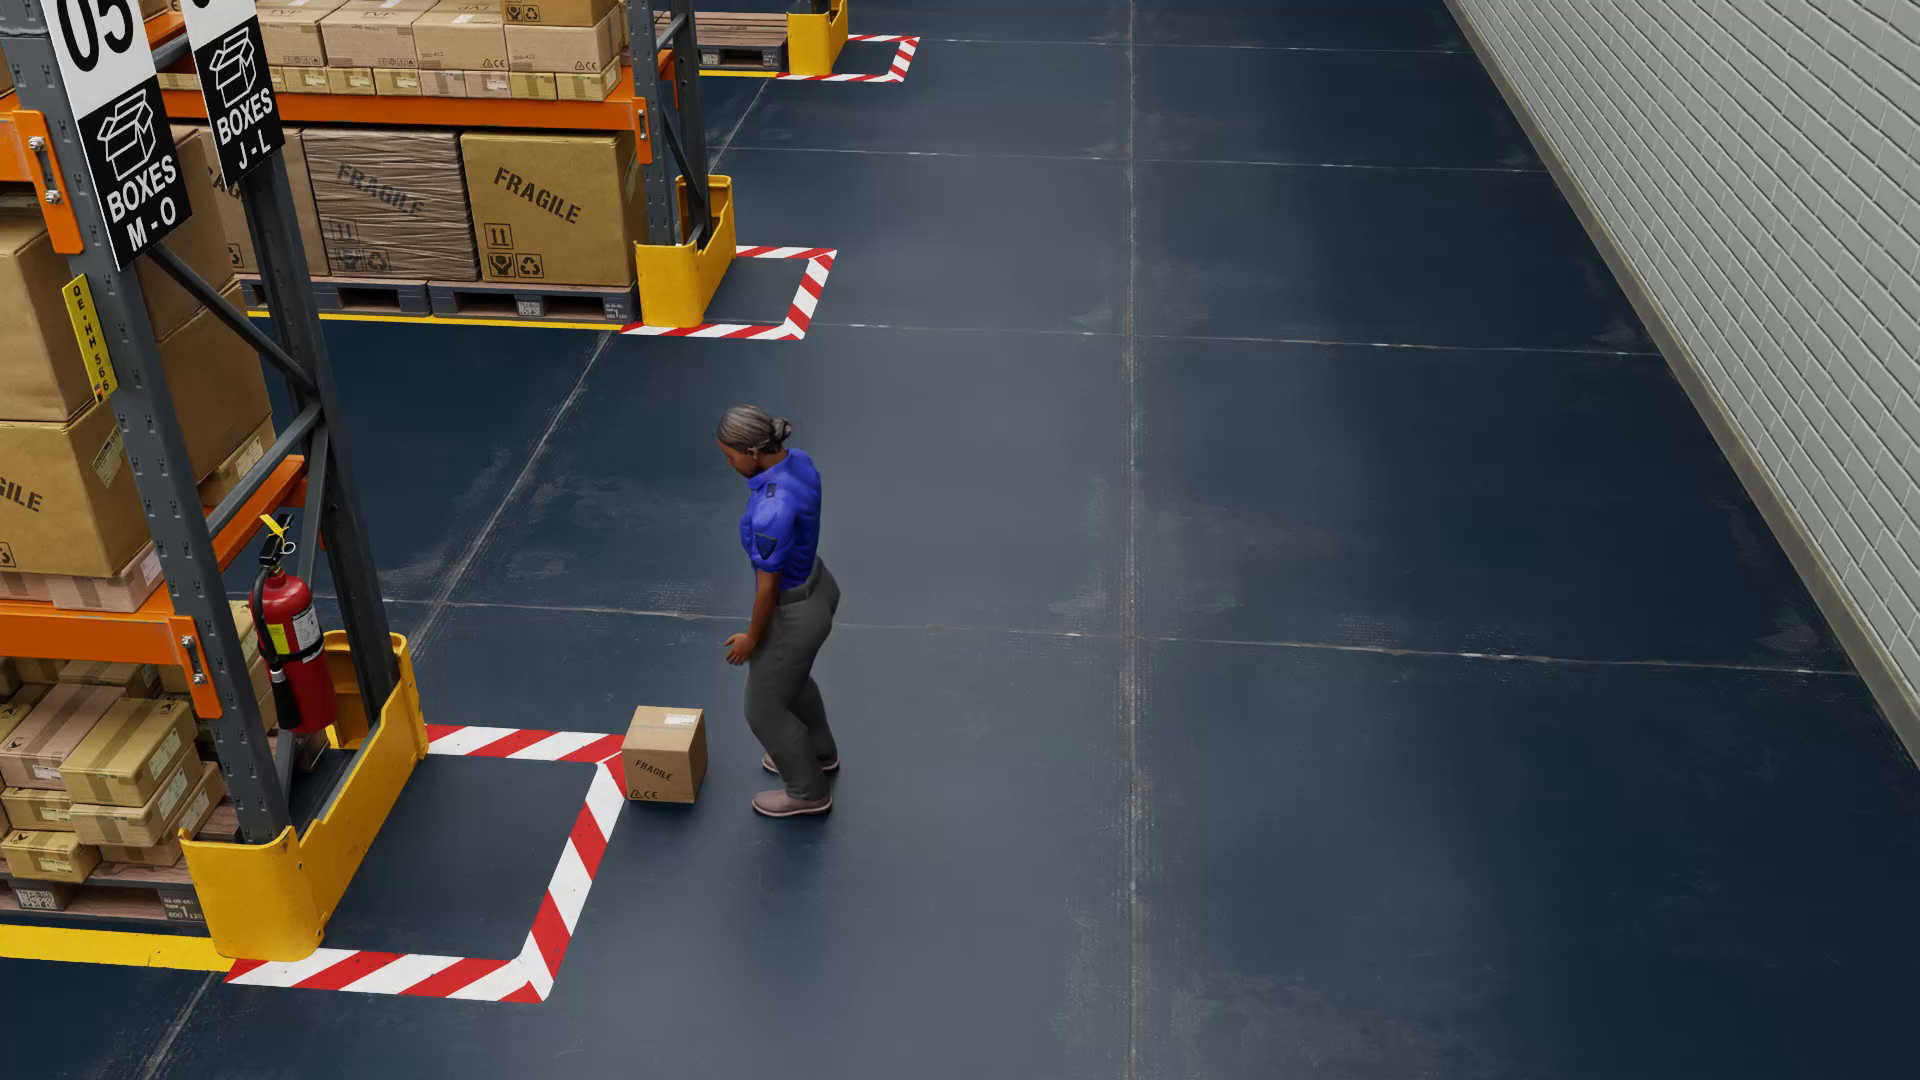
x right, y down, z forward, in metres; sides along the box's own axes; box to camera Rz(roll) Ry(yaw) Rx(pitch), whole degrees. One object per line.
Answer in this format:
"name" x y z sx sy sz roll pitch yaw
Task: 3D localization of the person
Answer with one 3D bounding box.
"person" -0.613 0.261 5.775 0.361 1.617 0.453 3 32 5
